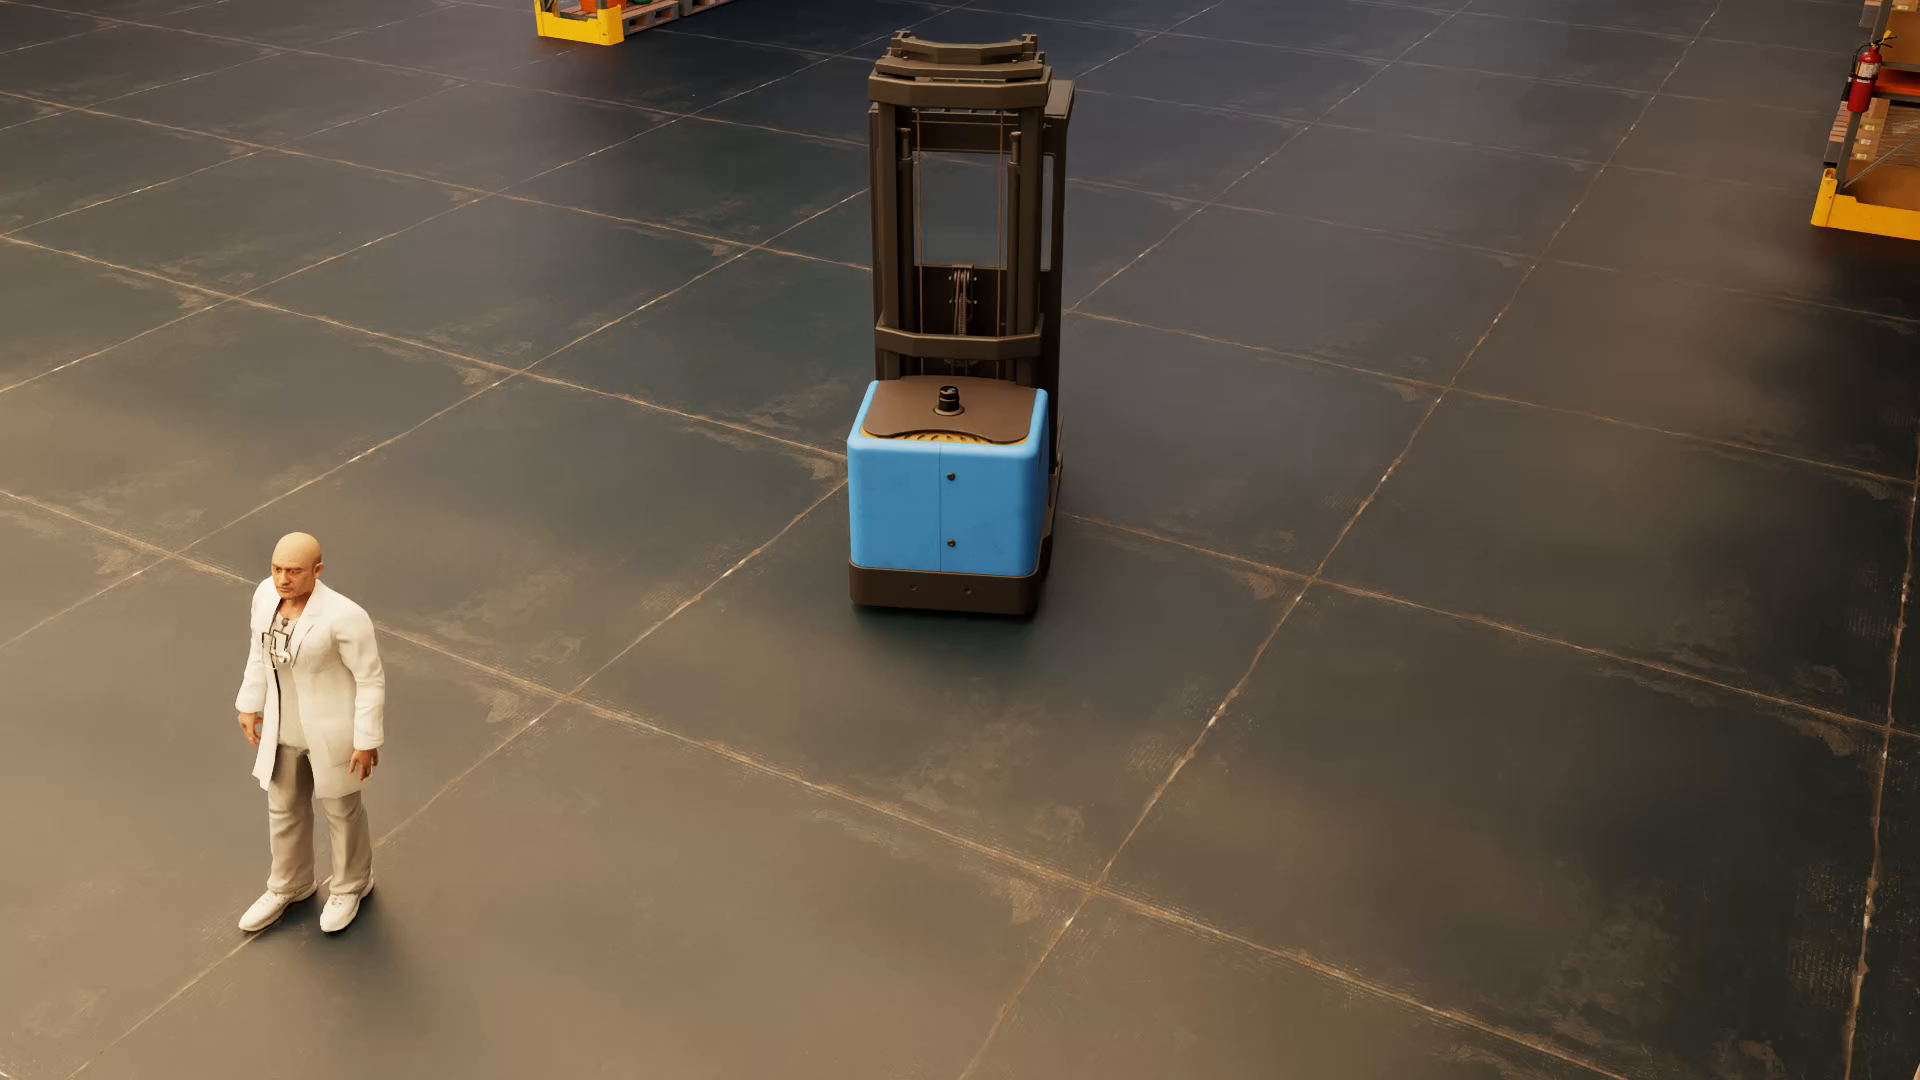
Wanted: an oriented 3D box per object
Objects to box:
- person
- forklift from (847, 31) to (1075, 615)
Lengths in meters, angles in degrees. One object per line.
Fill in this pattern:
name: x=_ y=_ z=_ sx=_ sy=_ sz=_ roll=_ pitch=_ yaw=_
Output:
person: x=-2.688 y=0.824 z=6.782 sx=0.695 sy=1.777 sz=0.579 roll=10 pitch=32 yaw=17
forklift: x=0.072 y=-1.572 z=9.794 sx=1.130 sy=2.935 sz=3.031 roll=3 pitch=30 yaw=6
